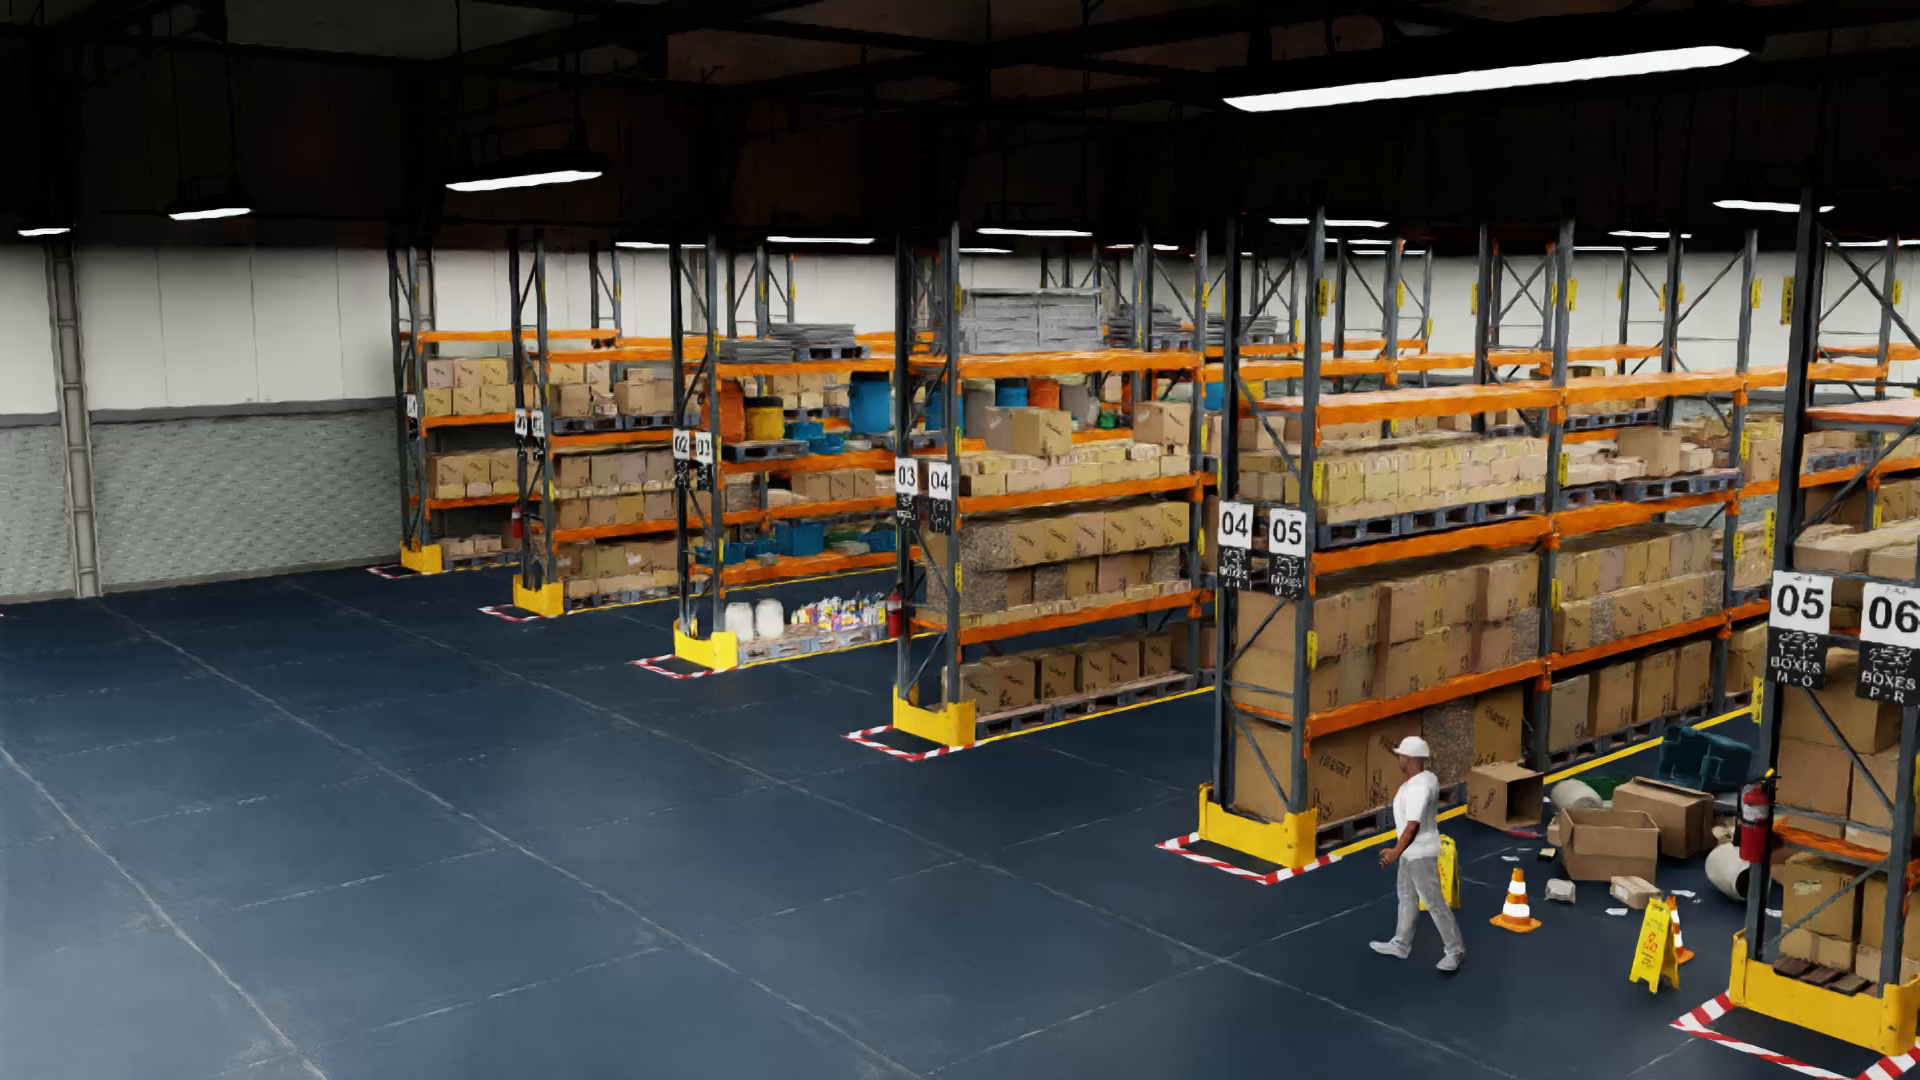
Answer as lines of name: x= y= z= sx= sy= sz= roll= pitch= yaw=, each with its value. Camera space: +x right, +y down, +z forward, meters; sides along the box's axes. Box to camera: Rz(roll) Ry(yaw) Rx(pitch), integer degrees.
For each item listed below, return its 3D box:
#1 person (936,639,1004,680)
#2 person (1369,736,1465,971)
person: x=0.208 y=1.052 z=21.538 sx=0.963 sy=1.677 sz=0.578 roll=-3 pitch=9 yaw=-17
person: x=3.518 y=2.373 z=12.688 sx=0.709 sy=1.762 sz=0.585 roll=2 pitch=9 yaw=15
